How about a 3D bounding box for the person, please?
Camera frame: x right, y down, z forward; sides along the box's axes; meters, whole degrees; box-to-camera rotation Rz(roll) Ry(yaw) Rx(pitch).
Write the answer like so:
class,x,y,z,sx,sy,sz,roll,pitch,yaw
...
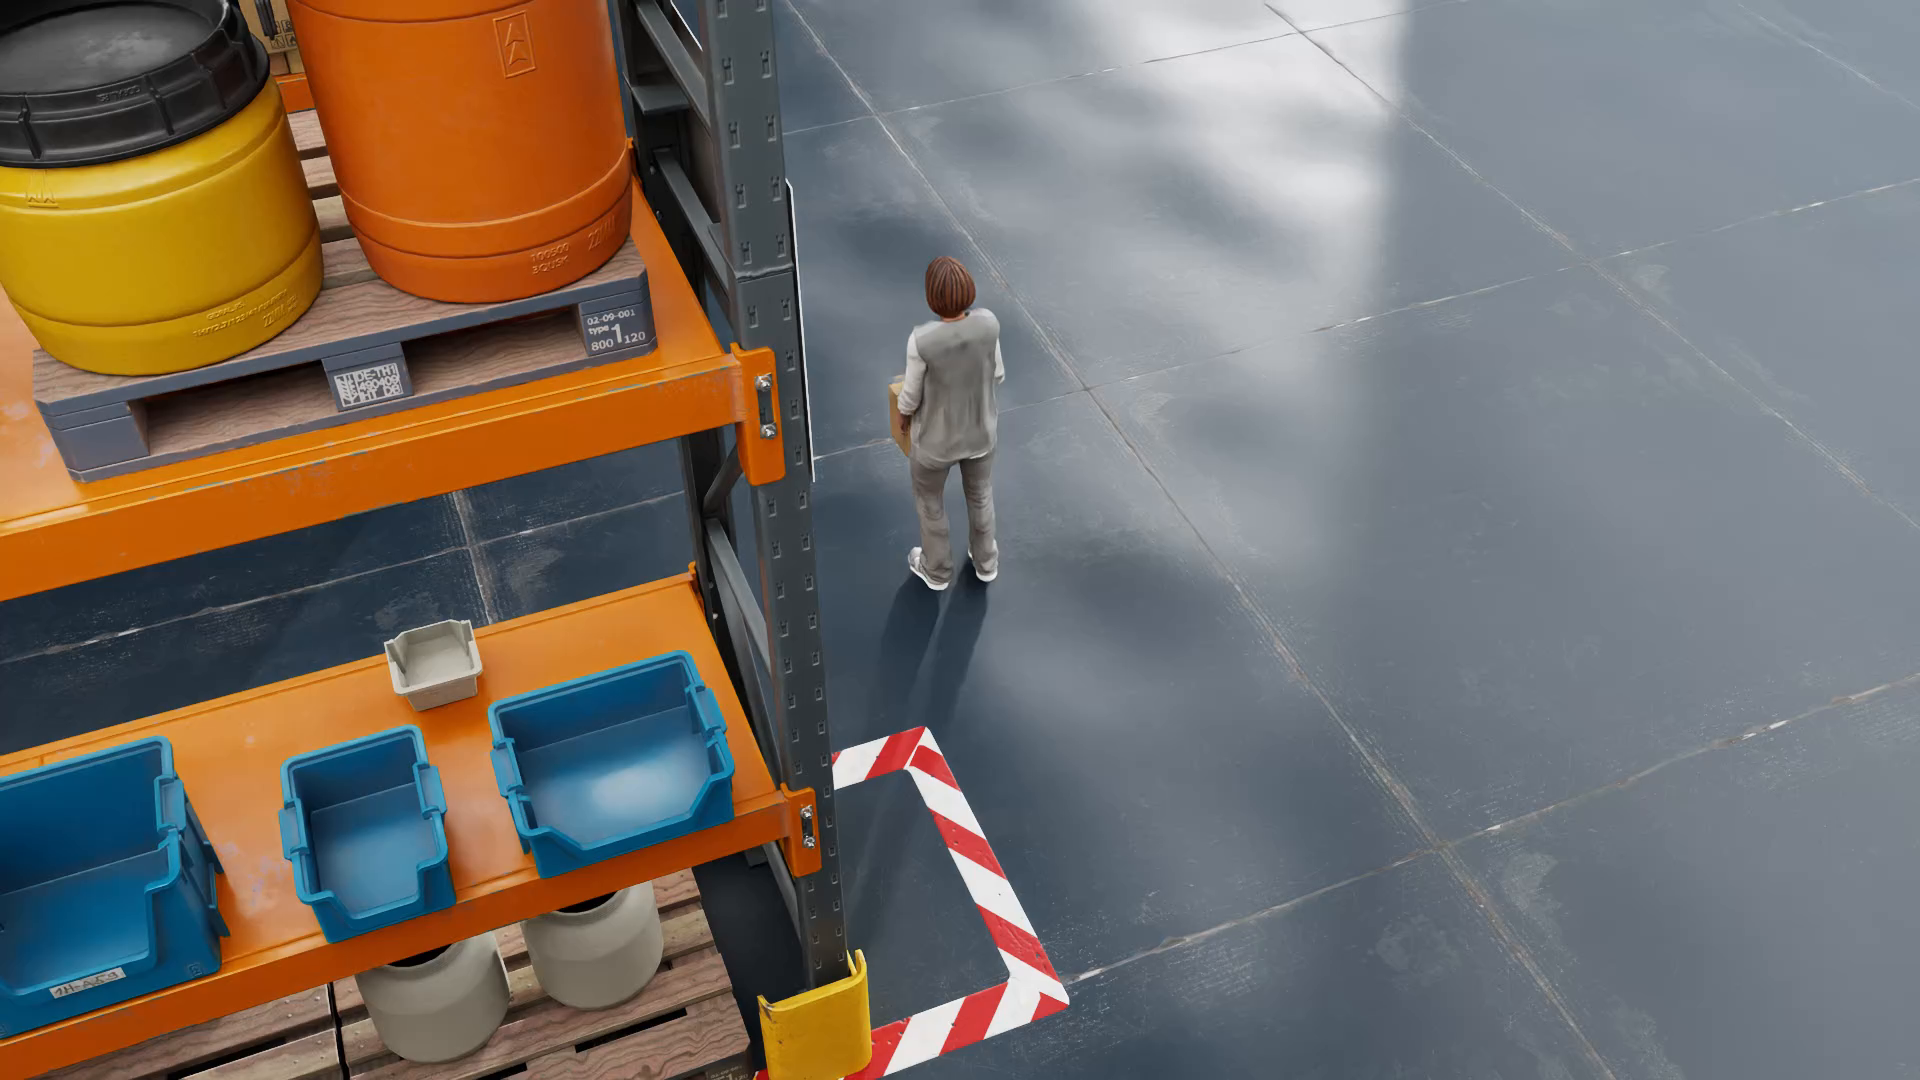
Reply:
class,x,y,z,sx,sy,sz,roll,pitch,yaw
person,-0.038,-0.440,6.644,0.445,1.602,0.371,-16,45,-17
